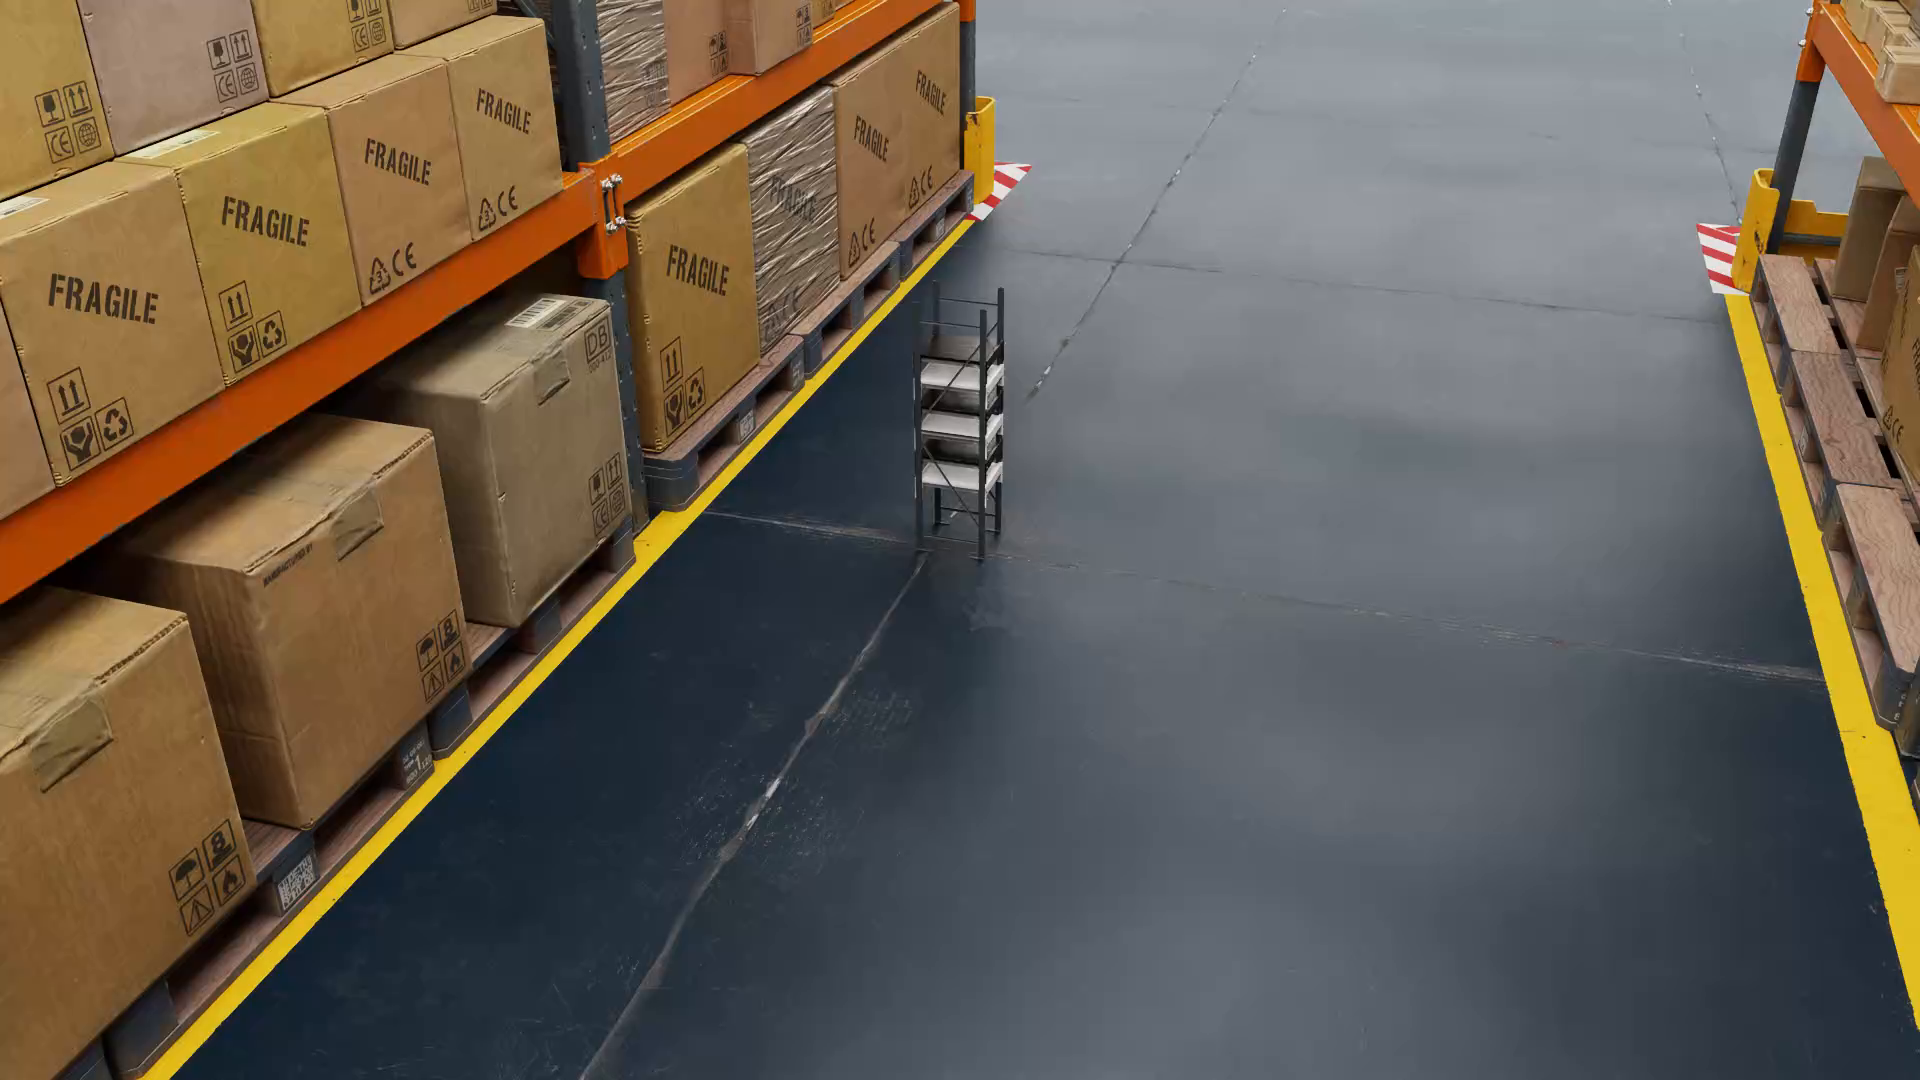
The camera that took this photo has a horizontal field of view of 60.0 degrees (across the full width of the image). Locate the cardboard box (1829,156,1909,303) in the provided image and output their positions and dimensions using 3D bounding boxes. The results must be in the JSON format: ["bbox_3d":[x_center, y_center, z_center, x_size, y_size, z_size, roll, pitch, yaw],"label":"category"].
[{"bbox_3d":[4.101,-1.319,7.174,0.500,0.500,0.500,14,32,24],"label":"cardboard box"}]

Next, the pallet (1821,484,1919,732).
[{"bbox_3d":[3.289,0.245,5.093,1.003,0.211,1.213,8,30,15],"label":"pallet"}]

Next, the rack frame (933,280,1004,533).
[{"bbox_3d":[0.027,-0.437,5.609,0.240,0.900,0.006,8,30,15],"label":"rack frame"}]

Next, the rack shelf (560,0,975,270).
[{"bbox_3d":[-0.999,-2.026,7.047,1.077,0.370,4.000,8,30,15],"label":"rack shelf"}]

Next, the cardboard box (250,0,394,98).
[{"bbox_3d":[-1.875,-1.421,4.087,0.700,0.500,0.500,8,30,14],"label":"cardboard box"}]

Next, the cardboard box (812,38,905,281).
[{"bbox_3d":[-0.804,-1.791,7.638,0.875,0.875,0.875,8,30,14],"label":"cardboard box"}]

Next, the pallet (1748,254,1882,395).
[{"bbox_3d":[4.005,-0.889,7.131,1.003,0.211,1.213,8,30,15],"label":"pallet"}]

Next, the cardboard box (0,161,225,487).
[{"bbox_3d":[-1.927,-0.468,3.403,0.500,0.500,0.500,8,30,14],"label":"cardboard box"}]

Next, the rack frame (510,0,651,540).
[{"bbox_3d":[-1.586,-1.411,5.201,1.000,3.000,0.127,8,30,15],"label":"rack frame"}]

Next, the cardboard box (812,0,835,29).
[{"bbox_3d":[-1.019,-2.403,6.831,0.875,0.550,0.500,8,30,15],"label":"cardboard box"}]

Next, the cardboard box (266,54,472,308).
[{"bbox_3d":[-1.632,-0.939,4.250,0.500,0.500,0.500,8,30,14],"label":"cardboard box"}]

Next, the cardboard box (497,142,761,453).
[{"bbox_3d":[-1.335,-0.949,6.123,0.875,0.875,0.875,9,30,16],"label":"cardboard box"}]

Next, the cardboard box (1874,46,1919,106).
[{"bbox_3d":[3.455,-1.624,5.842,0.380,0.149,0.250,8,30,15],"label":"cardboard box"}]

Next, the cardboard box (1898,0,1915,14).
[{"bbox_3d":[4.080,-2.188,6.189,0.875,0.500,0.500,8,30,15],"label":"cardboard box"}]

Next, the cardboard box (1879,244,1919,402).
[{"bbox_3d":[3.756,-0.748,6.148,0.500,0.500,0.500,11,31,20],"label":"cardboard box"}]

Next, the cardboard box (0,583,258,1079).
[{"bbox_3d":[-2.242,0.570,3.521,1.050,0.750,0.750,9,30,16],"label":"cardboard box"}]

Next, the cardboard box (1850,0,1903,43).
[{"bbox_3d":[3.809,-2.080,6.661,0.380,0.149,0.250,8,30,15],"label":"cardboard box"}]

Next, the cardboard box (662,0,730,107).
[{"bbox_3d":[-1.349,-1.909,5.941,0.875,0.550,0.550,8,30,15],"label":"cardboard box"}]

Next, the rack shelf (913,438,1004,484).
[{"bbox_3d":[-0.002,-0.282,5.584,0.258,0.077,0.200,8,30,15],"label":"rack shelf"}]

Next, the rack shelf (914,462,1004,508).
[{"bbox_3d":[-0.002,-0.203,5.628,0.258,0.077,0.200,8,30,15],"label":"rack shelf"}]

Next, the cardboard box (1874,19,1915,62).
[{"bbox_3d":[3.675,-1.845,6.240,0.380,0.149,0.250,8,30,15],"label":"cardboard box"}]

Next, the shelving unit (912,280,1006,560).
[{"bbox_3d":[-0.002,-0.389,5.524,0.258,0.900,0.210,8,30,15],"label":"shelving unit"}]

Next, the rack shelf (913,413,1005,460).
[{"bbox_3d":[-0.002,-0.360,5.541,0.258,0.077,0.200,8,30,15],"label":"rack shelf"}]

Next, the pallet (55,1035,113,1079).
[{"bbox_3d":[-2.457,1.311,3.177,1.003,0.211,1.213,8,30,15],"label":"pallet"}]

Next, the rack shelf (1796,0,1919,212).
[{"bbox_3d":[3.713,-1.272,5.690,1.077,0.370,4.000,8,30,15],"label":"rack shelf"}]

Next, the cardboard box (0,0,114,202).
[{"bbox_3d":[-2.173,-0.952,3.244,0.700,0.500,0.500,8,30,14],"label":"cardboard box"}]

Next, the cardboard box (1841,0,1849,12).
[{"bbox_3d":[3.988,-2.307,7.070,0.380,0.149,0.250,8,30,15],"label":"cardboard box"}]

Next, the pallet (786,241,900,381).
[{"bbox_3d":[-0.932,-1.104,7.517,1.003,0.211,1.213,8,30,15],"label":"pallet"}]

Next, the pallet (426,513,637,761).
[{"bbox_3d":[-1.741,0.177,5.215,1.003,0.211,1.213,8,30,15],"label":"pallet"}]

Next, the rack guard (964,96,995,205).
[{"bbox_3d":[-0.405,-2.189,9.171,1.175,0.500,0.348,8,30,15],"label":"rack guard"}]

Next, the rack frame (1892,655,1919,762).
[{"bbox_3d":[3.126,-0.656,3.845,1.000,3.000,0.127,8,30,15],"label":"rack frame"}]

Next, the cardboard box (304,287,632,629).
[{"bbox_3d":[-1.682,-0.310,5.104,1.050,0.750,0.750,8,30,15],"label":"cardboard box"}]
